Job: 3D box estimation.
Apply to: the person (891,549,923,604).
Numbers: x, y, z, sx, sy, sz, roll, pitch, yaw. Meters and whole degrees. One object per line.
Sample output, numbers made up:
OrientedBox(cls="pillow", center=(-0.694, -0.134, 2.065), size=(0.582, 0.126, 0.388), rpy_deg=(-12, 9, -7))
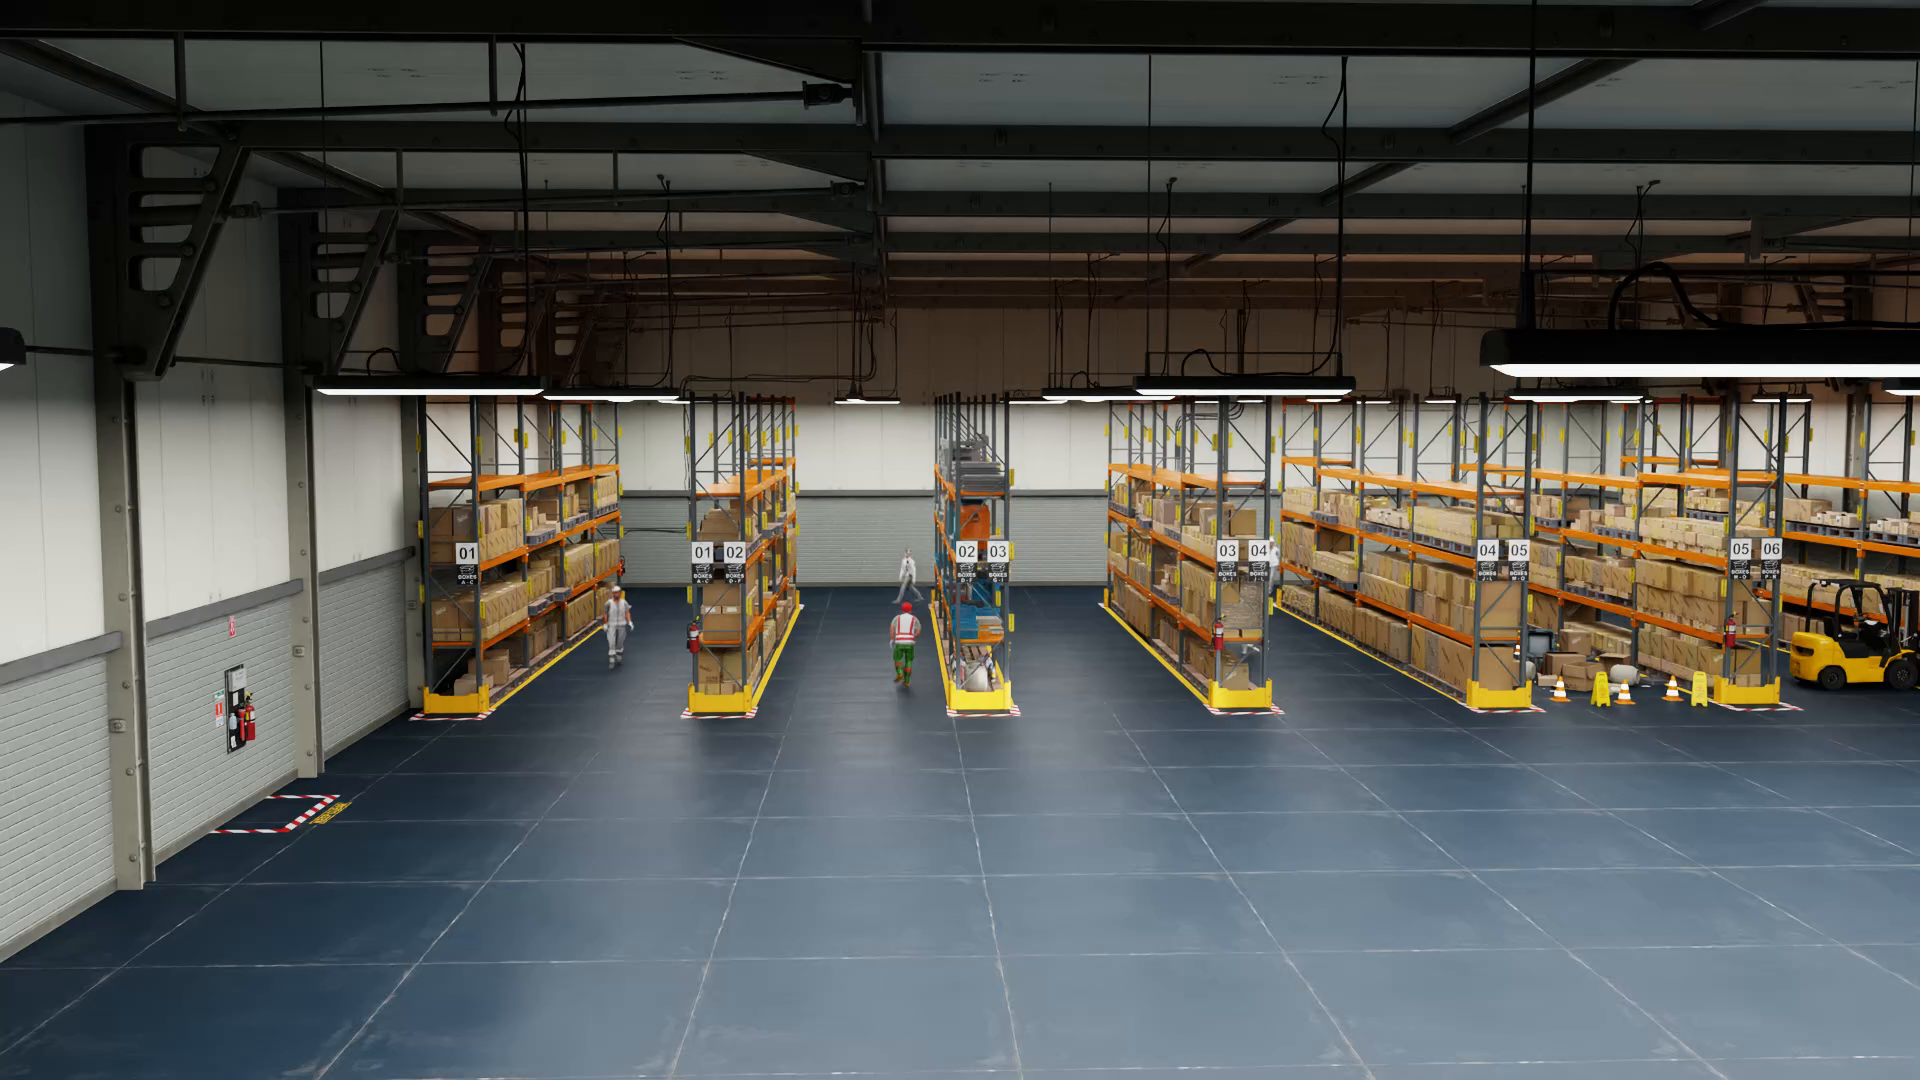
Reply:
OrientedBox(cls="person", center=(-1.496, 1.053, 48.134), size=(1.053, 1.616, 0.440), rpy_deg=(-2, 5, -28))

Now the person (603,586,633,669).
OrientedBox(cls="person", center=(-7.525, 1.887, 36.597), size=(0.644, 1.735, 0.969), rpy_deg=(-1, 5, -15))

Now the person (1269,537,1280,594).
OrientedBox(cls="person", center=(9.509, 0.775, 50.898), size=(0.560, 1.726, 1.067), rpy_deg=(2, 5, 27))

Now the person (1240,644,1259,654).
OrientedBox(cls="person", center=(6.616, 1.754, 38.521), size=(0.626, 1.777, 0.587), rpy_deg=(0, 5, 2))

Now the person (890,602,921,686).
OrientedBox(cls="person", center=(-1.129, 2.139, 34.341), size=(0.657, 1.685, 0.787), rpy_deg=(0, 5, -1))
